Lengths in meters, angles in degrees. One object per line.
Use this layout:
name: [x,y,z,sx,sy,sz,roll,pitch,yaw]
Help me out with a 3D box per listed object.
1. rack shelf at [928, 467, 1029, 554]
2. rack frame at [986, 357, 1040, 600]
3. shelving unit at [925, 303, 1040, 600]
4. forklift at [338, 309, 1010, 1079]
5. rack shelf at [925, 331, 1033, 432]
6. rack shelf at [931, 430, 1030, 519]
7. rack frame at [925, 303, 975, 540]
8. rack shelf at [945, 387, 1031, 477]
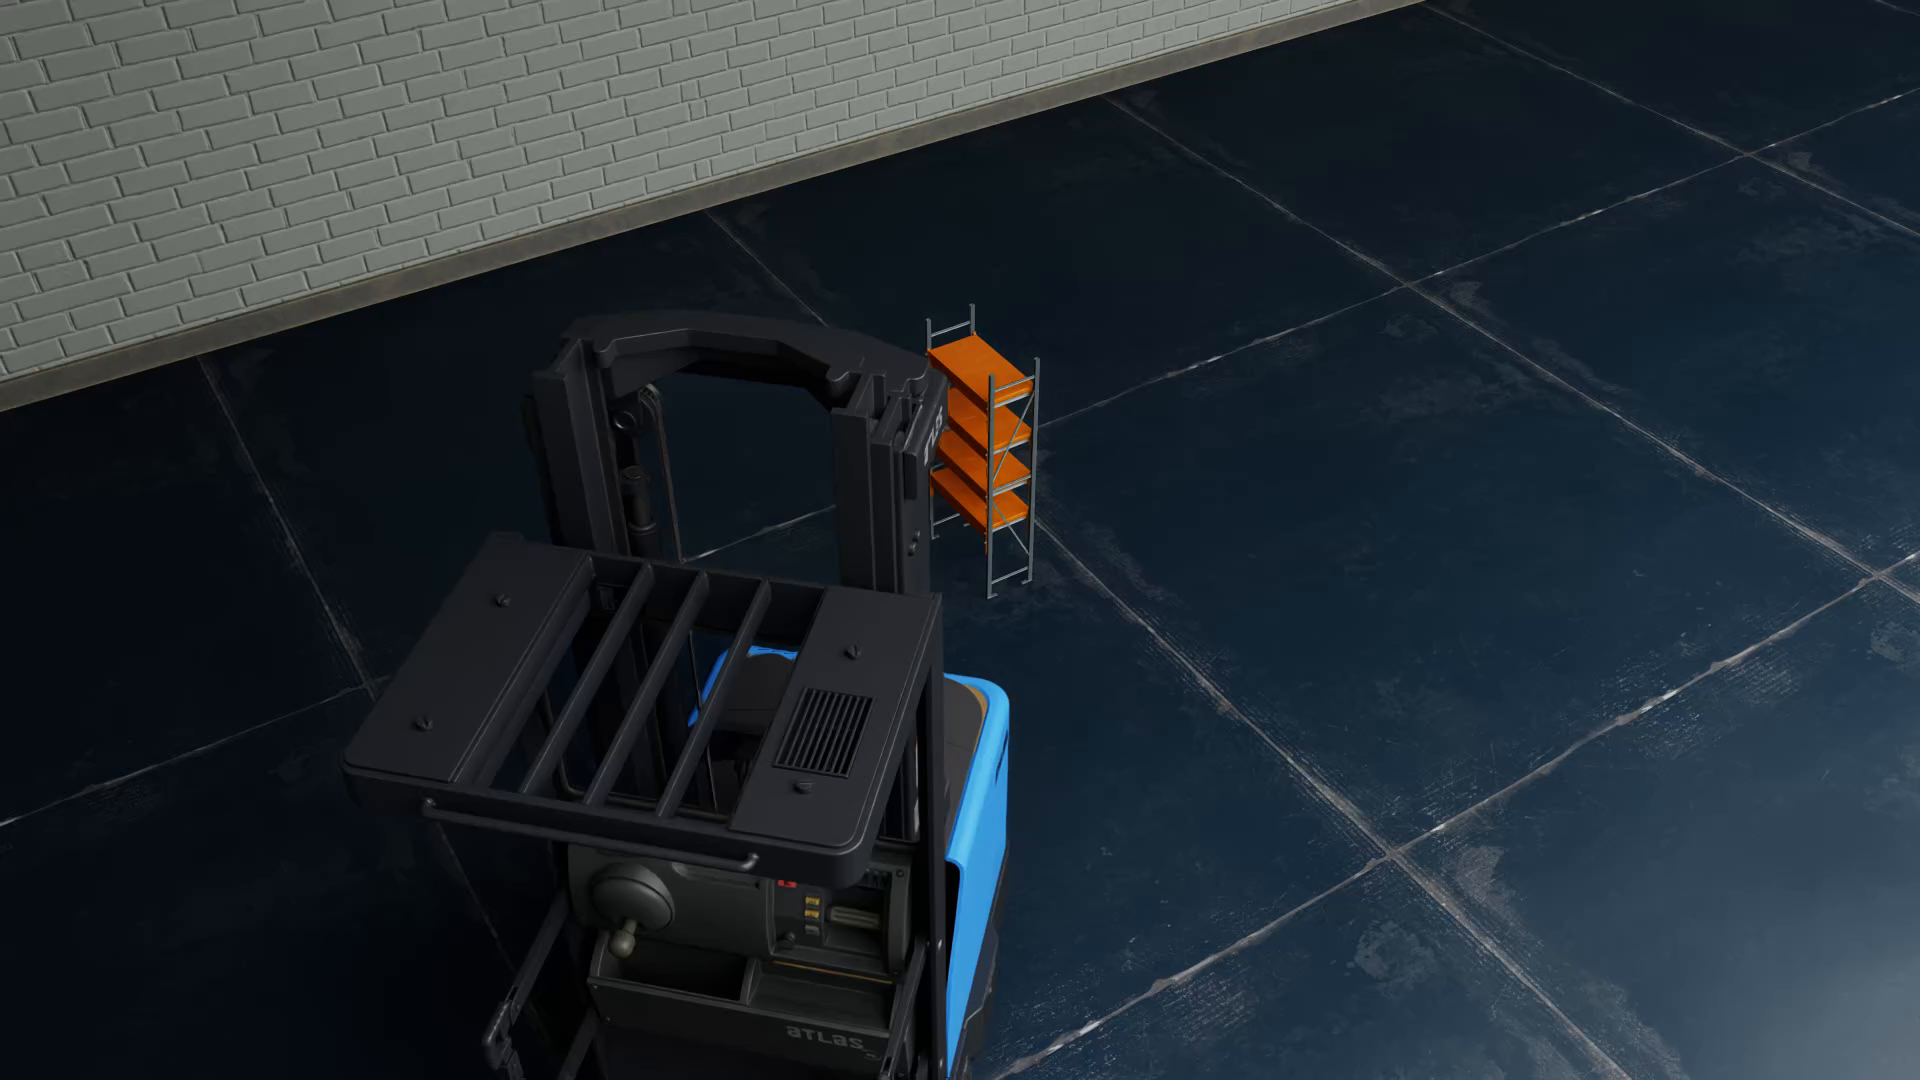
rack shelf: [0.089,-0.167,7.429,0.258,0.148,0.480,-22,45,-24]
rack frame: [0.220,-0.240,7.101,0.240,1.200,0.015,-22,45,-24]
shelving unit: [0.089,-0.372,7.259,0.258,1.200,0.503,-22,45,-24]
forklift: [-0.632,1.027,4.228,1.130,2.935,3.031,8,40,9]
rack shelf: [0.089,-0.673,7.007,0.258,0.148,0.480,-22,45,-24]
rack shelf: [0.089,-0.320,7.302,0.258,0.148,0.480,-22,45,-24]
rack frame: [-0.042,-0.503,7.417,0.240,1.200,0.015,-22,45,-24]
rack shelf: [0.089,-0.492,7.159,0.258,0.148,0.480,-22,45,-24]
